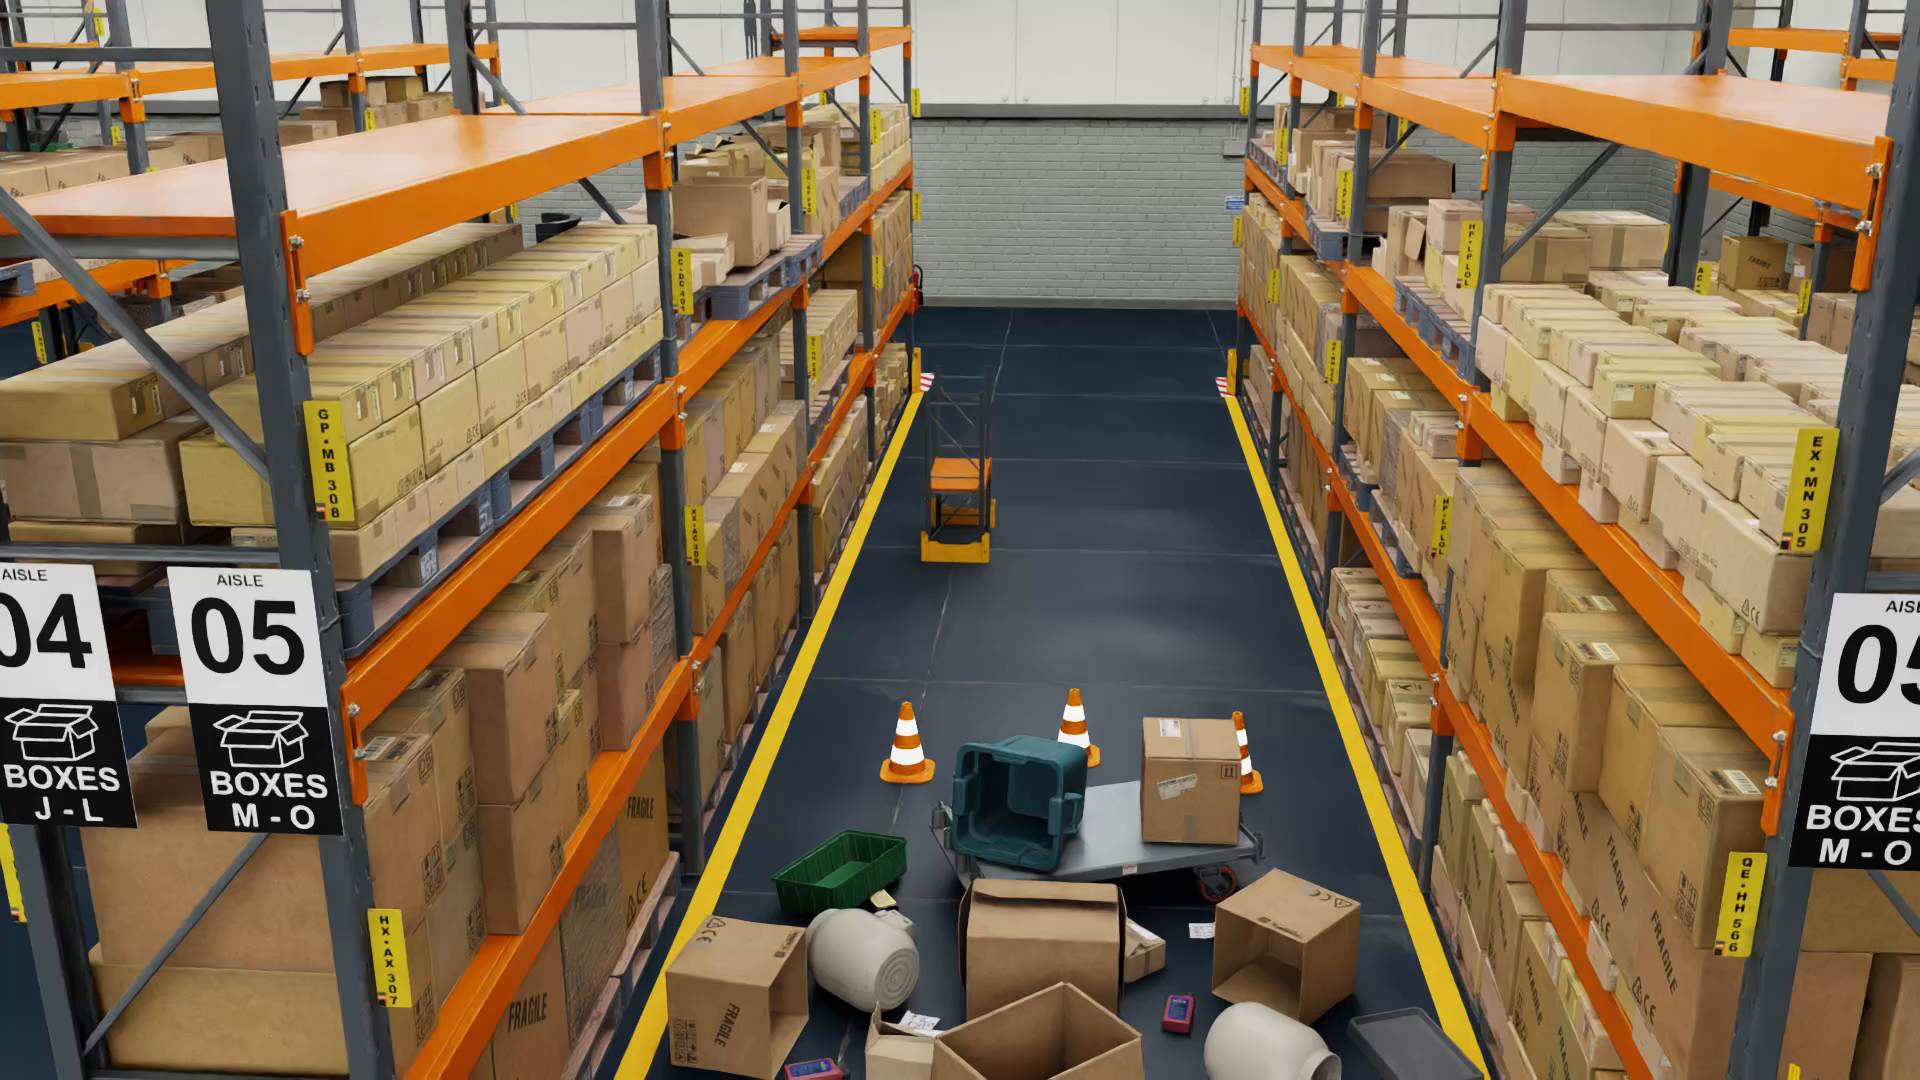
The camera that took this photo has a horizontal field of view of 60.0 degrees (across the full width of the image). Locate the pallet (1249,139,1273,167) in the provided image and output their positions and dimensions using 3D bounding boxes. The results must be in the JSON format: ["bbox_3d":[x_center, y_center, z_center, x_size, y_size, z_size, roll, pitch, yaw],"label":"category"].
[{"bbox_3d":[3.830,-4.386,18.815,1.003,0.211,1.213,1,18,4],"label":"pallet"}]

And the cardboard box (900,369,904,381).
[{"bbox_3d":[-0.860,-1.966,19.533,0.380,0.149,0.250,1,18,2],"label":"cardboard box"}]

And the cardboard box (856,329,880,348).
[{"bbox_3d":[-1.011,-2.031,16.707,0.380,0.149,0.250,2,18,6],"label":"cardboard box"}]

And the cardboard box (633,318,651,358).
[{"bbox_3d":[-1.657,-0.940,7.724,0.380,0.149,0.250,2,18,5],"label":"cardboard box"}]

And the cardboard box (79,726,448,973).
[{"bbox_3d":[-2.153,0.959,5.205,0.875,0.550,0.550,1,18,4],"label":"cardboard box"}]

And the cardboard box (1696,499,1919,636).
[{"bbox_3d":[2.494,0.076,4.820,0.500,0.250,0.500,1,18,3],"label":"cardboard box"}]

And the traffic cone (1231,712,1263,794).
[{"bbox_3d":[1.705,1.283,10.264,0.336,0.463,0.334,1,18,4],"label":"traffic cone"}]

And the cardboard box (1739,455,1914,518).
[{"bbox_3d":[2.513,-0.139,4.837,0.380,0.149,0.250,2,18,5],"label":"cardboard box"}]

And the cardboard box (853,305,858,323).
[{"bbox_3d":[-1.190,-2.163,15.959,0.380,0.149,0.250,2,18,6],"label":"cardboard box"}]

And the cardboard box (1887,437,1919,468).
[{"bbox_3d":[3.037,-0.209,5.050,0.380,0.149,0.250,1,18,4],"label":"cardboard box"}]

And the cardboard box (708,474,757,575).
[{"bbox_3d":[-1.552,-0.102,10.256,0.500,0.500,0.500,1,18,4],"label":"cardboard box"}]

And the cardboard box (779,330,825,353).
[{"bbox_3d":[-1.343,-1.655,13.931,0.380,0.149,0.250,2,18,6],"label":"cardboard box"}]

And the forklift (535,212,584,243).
[{"bbox_3d":[-3.737,-1.195,13.864,3.031,2.935,1.130,-3,18,-9],"label":"forklift"}]

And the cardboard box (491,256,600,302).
[{"bbox_3d":[-1.712,-1.082,6.877,0.380,0.149,0.250,1,18,4],"label":"cardboard box"}]

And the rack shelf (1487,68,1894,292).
[{"bbox_3d":[2.870,-1.392,5.881,1.077,0.370,4.000,1,18,4],"label":"rack shelf"}]

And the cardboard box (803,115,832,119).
[{"bbox_3d":[-1.541,-4.356,17.381,0.380,0.149,0.250,1,18,4],"label":"cardboard box"}]

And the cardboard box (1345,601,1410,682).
[{"bbox_3d":[3.204,0.706,11.498,0.950,0.372,0.625,1,18,3],"label":"cardboard box"}]

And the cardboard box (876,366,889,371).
[{"bbox_3d":[-0.999,-1.866,18.750,0.380,0.149,0.250,1,18,2],"label":"cardboard box"}]

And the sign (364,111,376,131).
[{"bbox_3d":[-5.756,-4.023,16.231,0.100,0.325,0.005,1,18,4],"label":"sign"}]

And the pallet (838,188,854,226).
[{"bbox_3d":[-1.580,-2.894,14.423,1.213,0.211,1.003,1,18,4],"label":"pallet"}]

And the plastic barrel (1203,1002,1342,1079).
[{"bbox_3d":[1.364,2.285,7.269,0.512,0.421,0.421,17,25,41],"label":"plastic barrel"}]

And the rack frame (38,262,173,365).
[{"bbox_3d":[-6.585,-0.969,13.064,1.000,3.000,0.127,1,18,4],"label":"rack frame"}]

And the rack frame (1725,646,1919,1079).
[{"bbox_3d":[2.726,1.736,4.806,1.000,3.000,0.127,1,18,4],"label":"rack frame"}]

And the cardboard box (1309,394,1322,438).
[{"bbox_3d":[3.098,-0.999,13.395,0.500,0.250,0.500,2,18,5],"label":"cardboard box"}]

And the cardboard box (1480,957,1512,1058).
[{"bbox_3d":[2.639,2.109,7.410,0.500,0.250,0.500,1,18,3],"label":"cardboard box"}]

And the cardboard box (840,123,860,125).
[{"bbox_3d":[-1.043,-4.020,16.353,0.380,0.149,0.250,1,18,2],"label":"cardboard box"}]

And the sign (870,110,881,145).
[{"bbox_3d":[-0.804,-3.917,15.779,0.100,0.325,0.005,1,18,4],"label":"sign"}]

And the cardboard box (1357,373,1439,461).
[{"bbox_3d":[3.006,-0.840,11.357,0.500,0.500,0.500,2,18,7],"label":"cardboard box"}]

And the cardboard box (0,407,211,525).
[{"bbox_3d":[-2.462,-0.244,4.960,0.500,0.250,0.500,2,18,5],"label":"cardboard box"}]

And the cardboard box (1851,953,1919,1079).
[{"bbox_3d":[3.037,1.407,5.175,0.500,0.500,0.500,1,18,3],"label":"cardboard box"}]

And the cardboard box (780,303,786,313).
[{"bbox_3d":[-1.859,-2.234,15.696,0.380,0.149,0.250,2,18,5],"label":"cardboard box"}]

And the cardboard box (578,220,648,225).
[{"bbox_3d":[-2.025,-1.764,9.981,0.500,0.311,0.500,1,18,2],"label":"cardboard box"}]

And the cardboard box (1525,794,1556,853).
[{"bbox_3d":[2.579,1.180,6.908,0.380,0.149,0.250,1,18,4],"label":"cardboard box"}]

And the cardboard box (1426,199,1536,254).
[{"bbox_3d":[2.979,-1.797,9.538,0.500,0.250,0.500,2,18,5],"label":"cardboard box"}]

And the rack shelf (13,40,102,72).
[{"bbox_3d":[-11.095,-5.262,18.329,1.077,0.370,4.000,1,18,4],"label":"rack shelf"}]

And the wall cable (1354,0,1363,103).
[{"bbox_3d":[4.750,-7.839,24.395,2.355,3.000,0.029,1,18,4],"label":"wall cable"}]

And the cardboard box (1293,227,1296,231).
[{"bbox_3d":[3.418,-3.004,16.464,0.380,0.149,0.250,2,18,5],"label":"cardboard box"}]

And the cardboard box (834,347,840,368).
[{"bbox_3d":[-1.279,-1.617,14.771,0.380,0.149,0.250,2,18,6],"label":"cardboard box"}]

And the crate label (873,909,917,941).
[{"bbox_3d":[-0.381,2.019,8.542,0.298,0.136,0.250,-13,22,-34],"label":"crate label"}]

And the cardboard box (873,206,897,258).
[{"bbox_3d":[-0.955,-3.345,18.070,0.500,0.500,0.500,1,18,2],"label":"cardboard box"}]

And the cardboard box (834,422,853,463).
[{"bbox_3d":[-1.233,-0.877,14.918,0.500,0.250,0.500,0,18,1],"label":"cardboard box"}]

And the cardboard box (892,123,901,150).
[{"bbox_3d":[-0.925,-4.437,18.268,0.500,0.250,0.500,2,18,5],"label":"cardboard box"}]

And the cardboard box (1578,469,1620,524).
[{"bbox_3d":[2.538,-0.165,6.195,0.380,0.149,0.250,1,18,3],"label":"cardboard box"}]

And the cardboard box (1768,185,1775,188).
[{"bbox_3d":[8.388,-3.623,16.749,0.380,0.149,0.250,2,18,6],"label":"cardboard box"}]

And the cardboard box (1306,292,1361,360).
[{"bbox_3d":[3.147,-1.751,13.683,0.500,0.500,0.500,1,18,4],"label":"cardboard box"}]

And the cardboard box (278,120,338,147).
[{"bbox_3d":[-6.330,-3.704,15.757,0.700,0.500,0.500,2,18,5],"label":"cardboard box"}]

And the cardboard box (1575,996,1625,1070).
[{"bbox_3d":[2.483,1.809,6.081,0.380,0.149,0.250,2,18,6],"label":"cardboard box"}]

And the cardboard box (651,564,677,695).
[{"bbox_3d":[-1.946,0.459,8.465,0.875,0.550,0.550,1,18,4],"label":"cardboard box"}]

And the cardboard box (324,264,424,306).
[{"bbox_3d":[-2.387,-1.016,6.678,0.380,0.149,0.250,1,18,4],"label":"cardboard box"}]

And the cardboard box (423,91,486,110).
[{"bbox_3d":[-5.995,-5.011,19.587,0.700,0.500,0.500,0,18,1],"label":"cardboard box"}]

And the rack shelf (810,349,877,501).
[{"bbox_3d":[-1.501,-1.107,14.638,1.077,0.370,4.000,1,18,4],"label":"rack shelf"}]

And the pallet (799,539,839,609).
[{"bbox_3d":[-1.587,0.255,13.805,1.003,0.211,1.213,1,18,4],"label":"pallet"}]

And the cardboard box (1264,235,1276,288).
[{"bbox_3d":[3.389,-2.823,16.956,0.500,0.500,0.500,1,18,3],"label":"cardboard box"}]

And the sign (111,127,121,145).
[{"bbox_3d":[-10.402,-4.933,20.512,0.100,0.325,0.005,1,18,4],"label":"sign"}]

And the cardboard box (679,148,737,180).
[{"bbox_3d":[-1.875,-2.795,12.430,0.396,0.266,0.258,1,18,4],"label":"cardboard box"}]

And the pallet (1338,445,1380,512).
[{"bbox_3d":[3.355,-0.433,11.736,1.213,0.211,1.003,1,18,4],"label":"pallet"}]

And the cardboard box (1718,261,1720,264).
[{"bbox_3d":[9.056,-3.044,19.160,0.500,0.250,0.500,2,18,6],"label":"cardboard box"}]

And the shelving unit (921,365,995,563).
[{"bbox_3d":[-0.005,-0.689,14.617,0.587,1.500,1.083,1,18,4],"label":"shelving unit"}]
